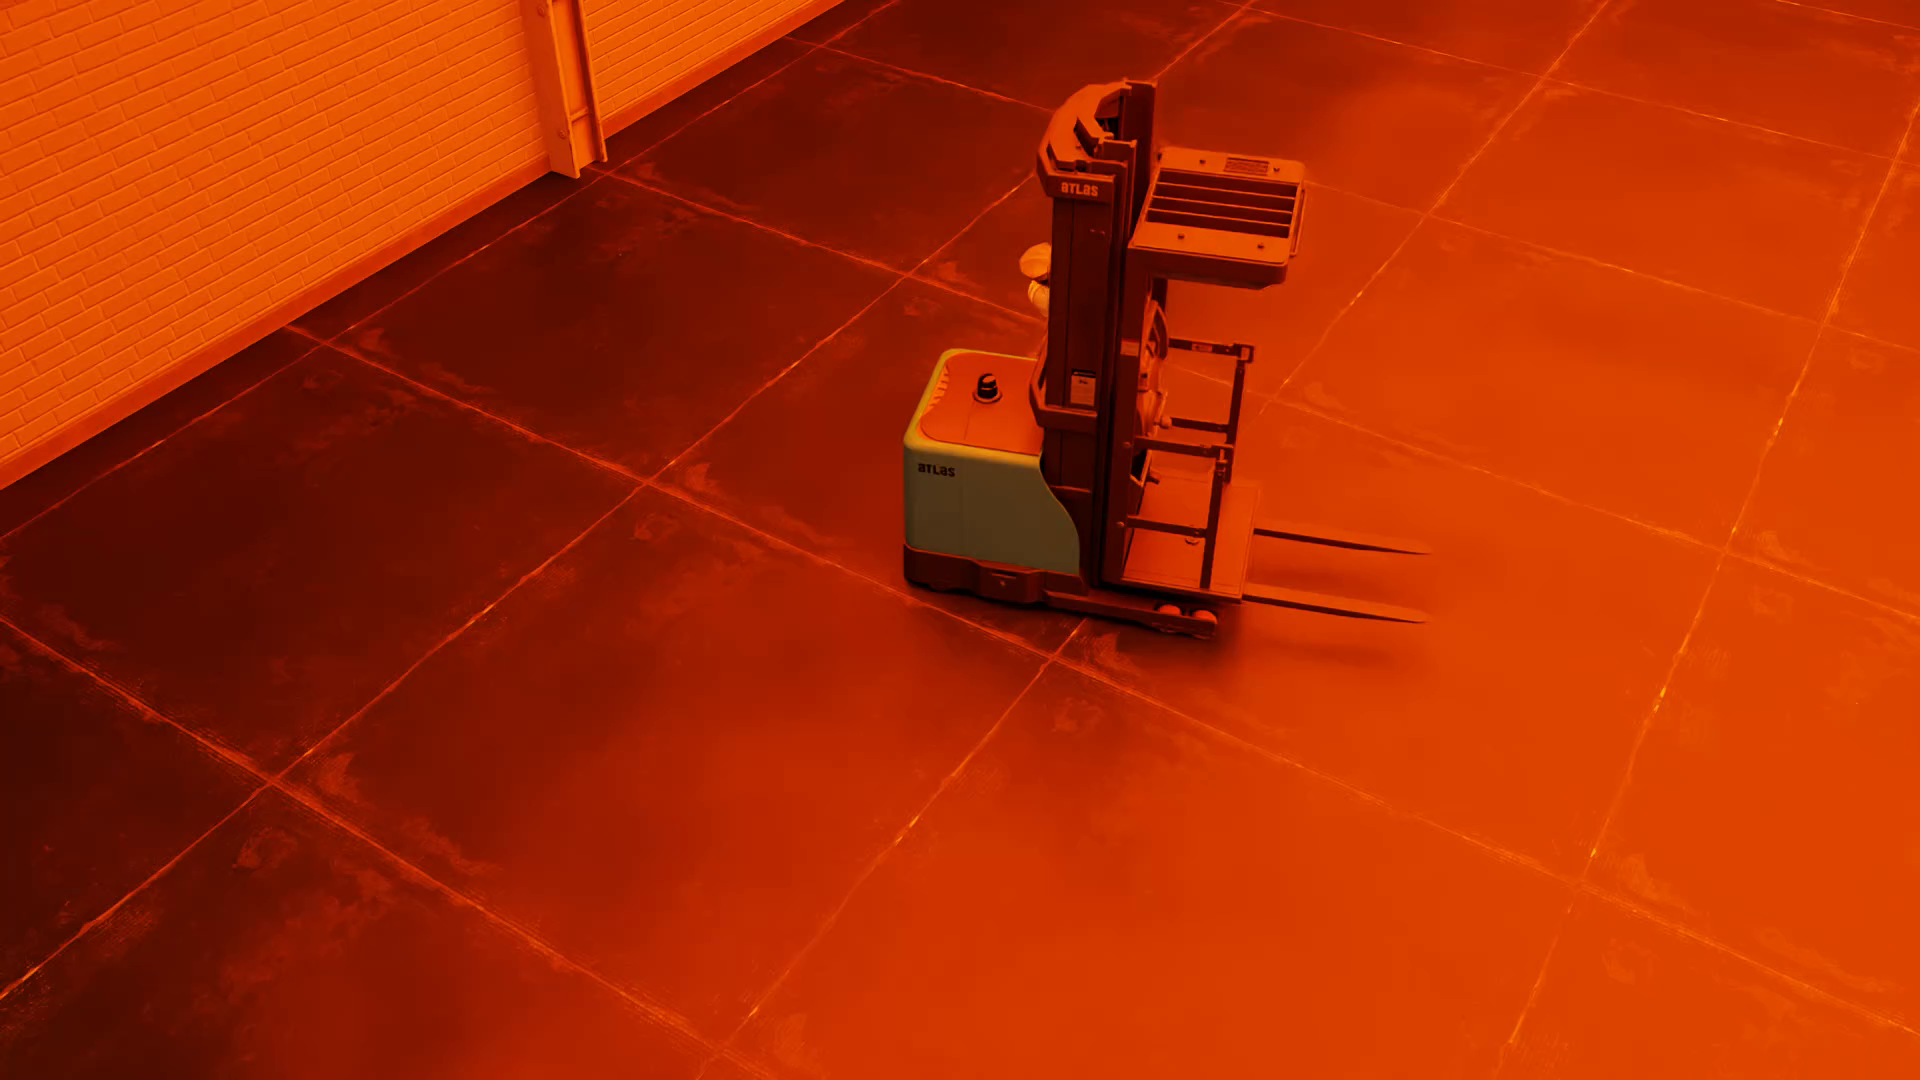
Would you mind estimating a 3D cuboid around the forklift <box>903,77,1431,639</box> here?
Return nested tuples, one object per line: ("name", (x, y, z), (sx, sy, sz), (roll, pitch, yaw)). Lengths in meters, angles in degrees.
("forklift", (1.239, -0.930, 9.065), (3.031, 2.935, 1.130), (9, 41, 10))

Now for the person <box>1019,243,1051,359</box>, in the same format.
("person", (0.814, -1.249, 10.529), (0.885, 1.476, 0.768), (13, 42, 15))
